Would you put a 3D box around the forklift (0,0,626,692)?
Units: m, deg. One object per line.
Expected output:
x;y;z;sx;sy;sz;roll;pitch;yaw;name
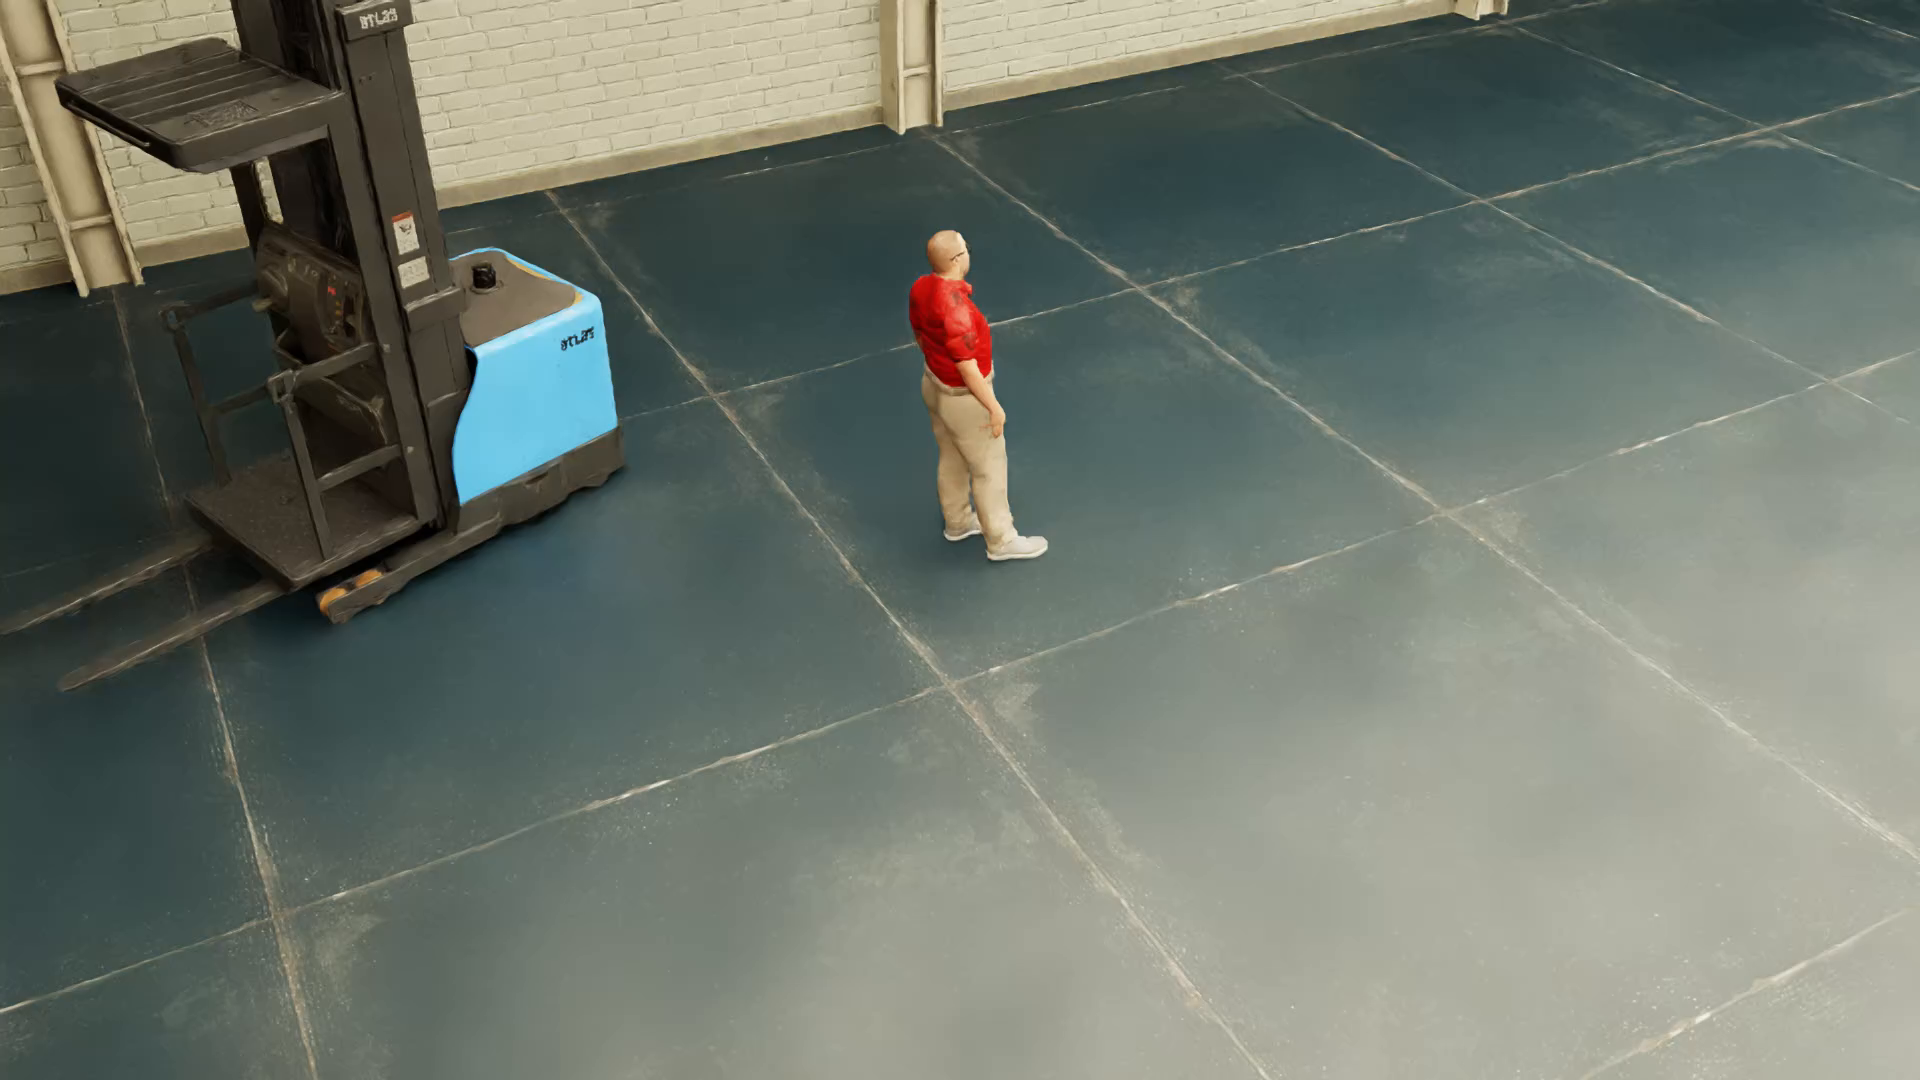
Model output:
-3.199;-1.126;7.716;1.130;2.935;3.031;27;44;33;forklift

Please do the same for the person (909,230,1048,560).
0.085;-0.730;8.185;0.550;1.726;0.640;-17;39;-23;person
